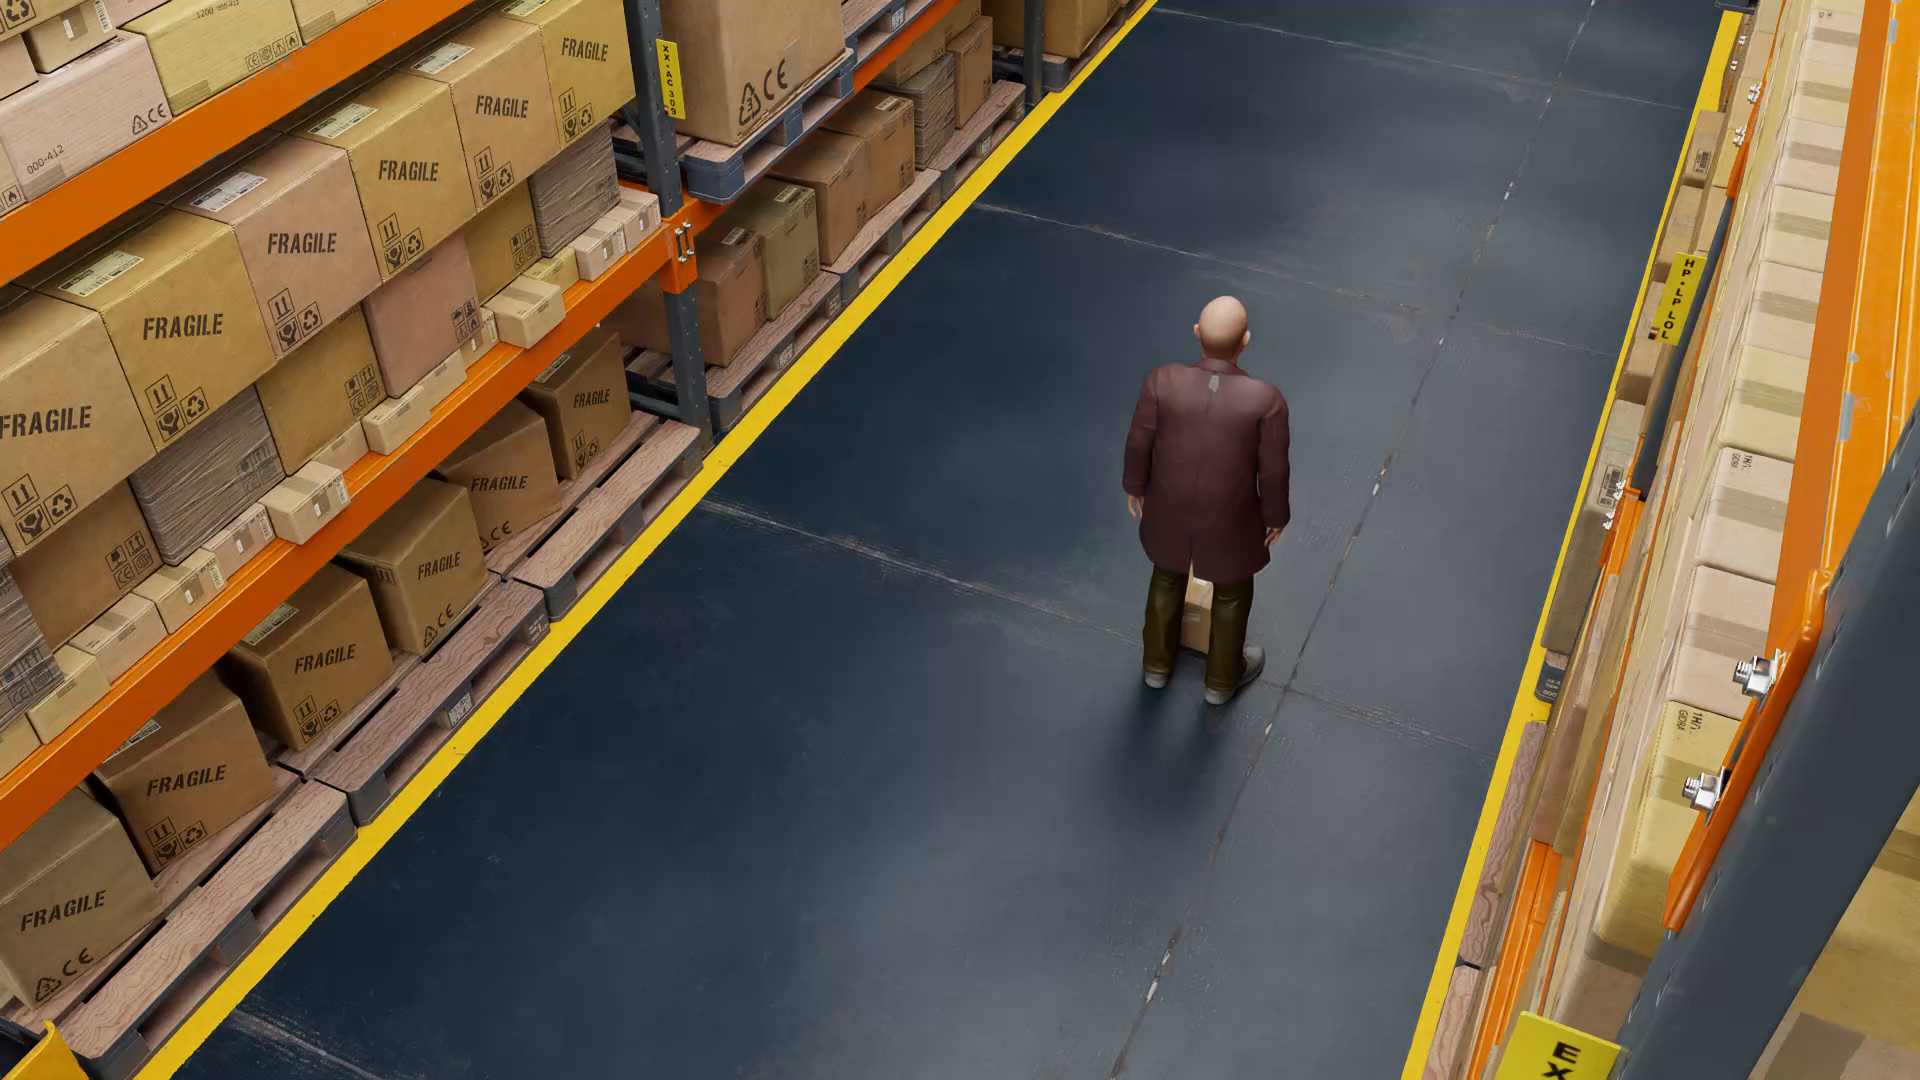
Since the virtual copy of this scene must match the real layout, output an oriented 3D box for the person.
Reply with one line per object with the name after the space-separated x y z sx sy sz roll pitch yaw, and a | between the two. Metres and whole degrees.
0.926 -0.131 6.319 0.654 1.774 0.421 15 44 16 | person
